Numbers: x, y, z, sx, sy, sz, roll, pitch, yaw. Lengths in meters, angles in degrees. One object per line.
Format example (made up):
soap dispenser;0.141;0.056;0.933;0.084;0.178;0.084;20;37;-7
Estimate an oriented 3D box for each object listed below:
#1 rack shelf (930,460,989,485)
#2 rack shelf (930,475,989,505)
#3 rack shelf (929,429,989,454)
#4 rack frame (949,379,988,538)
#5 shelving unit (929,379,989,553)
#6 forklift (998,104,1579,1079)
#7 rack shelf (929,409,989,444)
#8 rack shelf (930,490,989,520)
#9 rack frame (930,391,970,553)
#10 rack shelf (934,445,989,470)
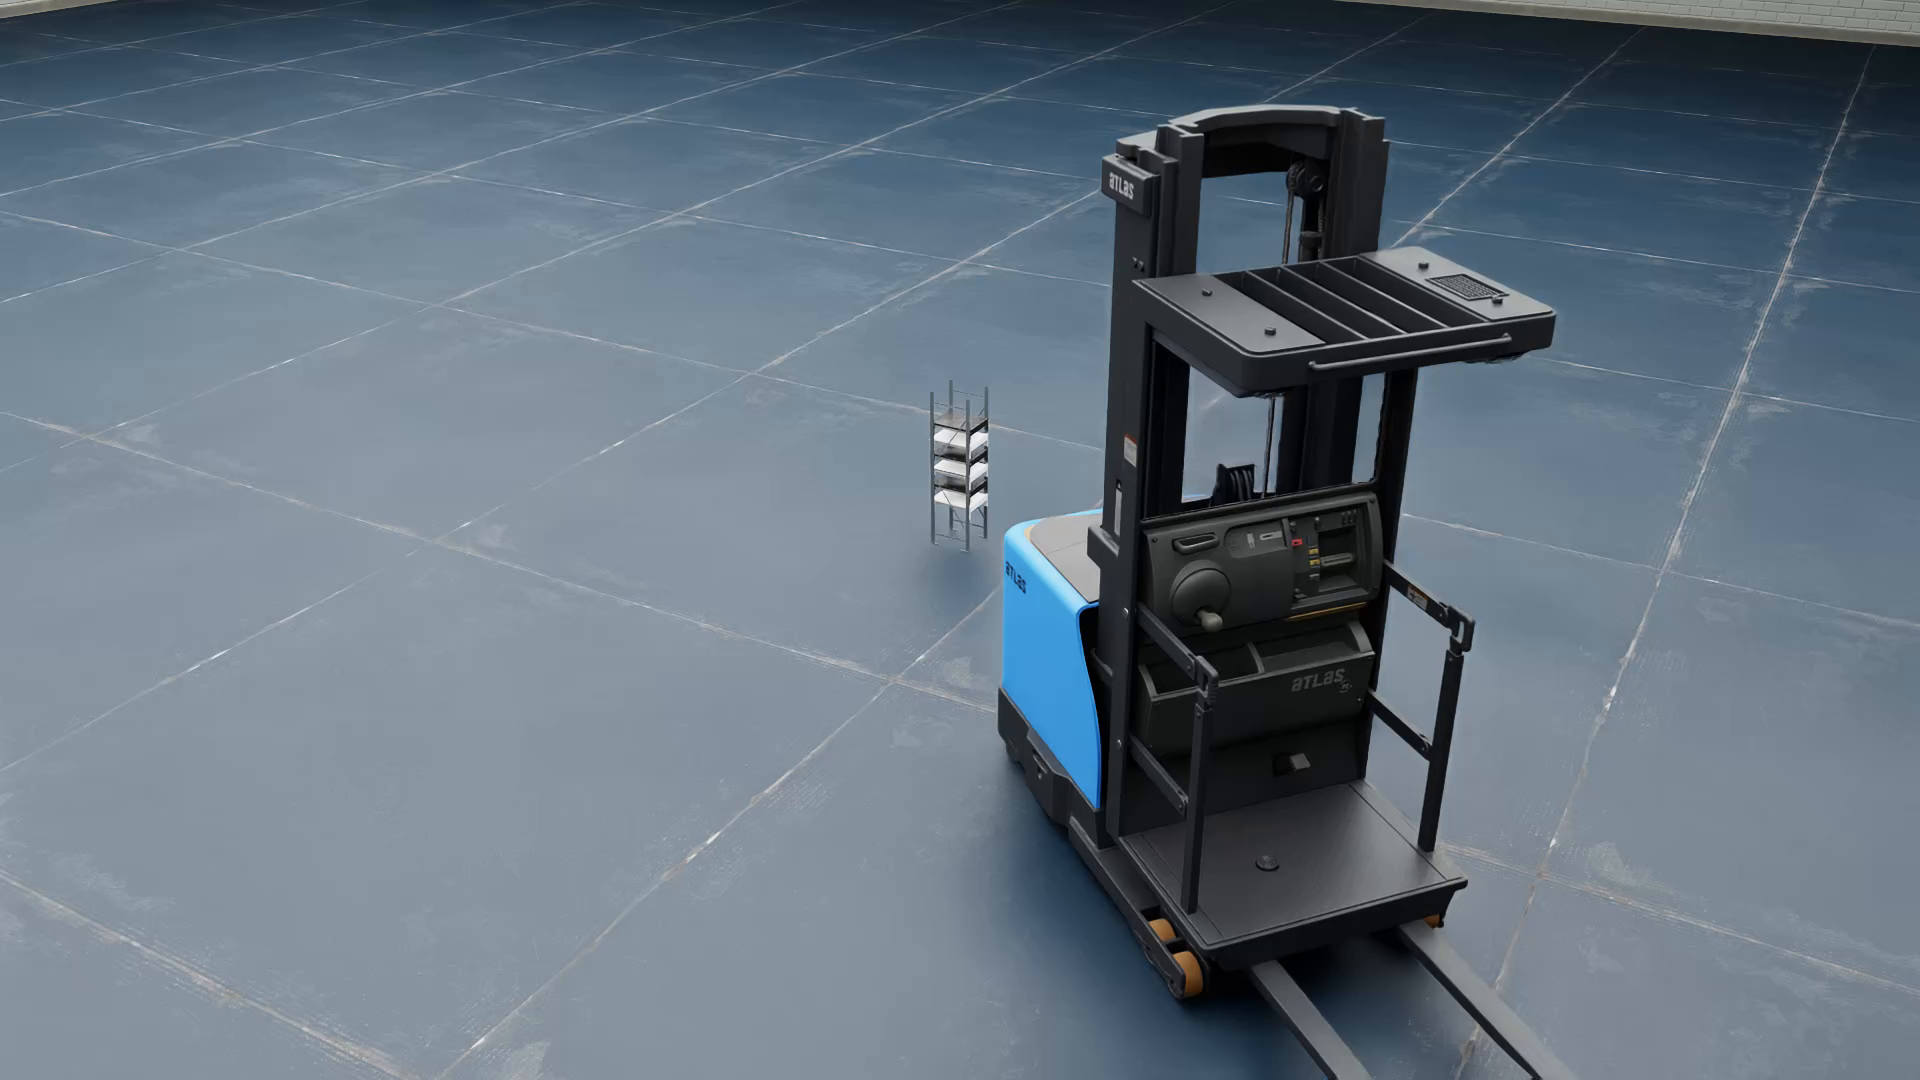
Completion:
rack shelf;-0.004;-0.369;9.057;0.258;0.077;0.200;14;30;26
rack shelf;-0.004;-0.289;9.097;0.258;0.077;0.200;14;30;26
rack shelf;-0.004;-0.530;8.977;0.258;0.077;0.200;14;30;26
rack frame;0.046;-0.439;9.121;0.240;0.900;0.006;14;30;26
shelving unit;-0.004;-0.399;9.042;0.258;0.900;0.210;14;30;26
forklift;1.169;0.121;5.734;1.130;2.935;3.031;-10;28;-19
rack shelf;-0.004;-0.611;8.936;0.258;0.077;0.200;14;30;26
rack shelf;-0.004;-0.208;9.138;0.258;0.077;0.200;14;30;26
rack frame;-0.054;-0.360;8.963;0.240;0.900;0.006;14;30;26
rack shelf;-0.004;-0.450;9.017;0.258;0.077;0.200;14;30;26
